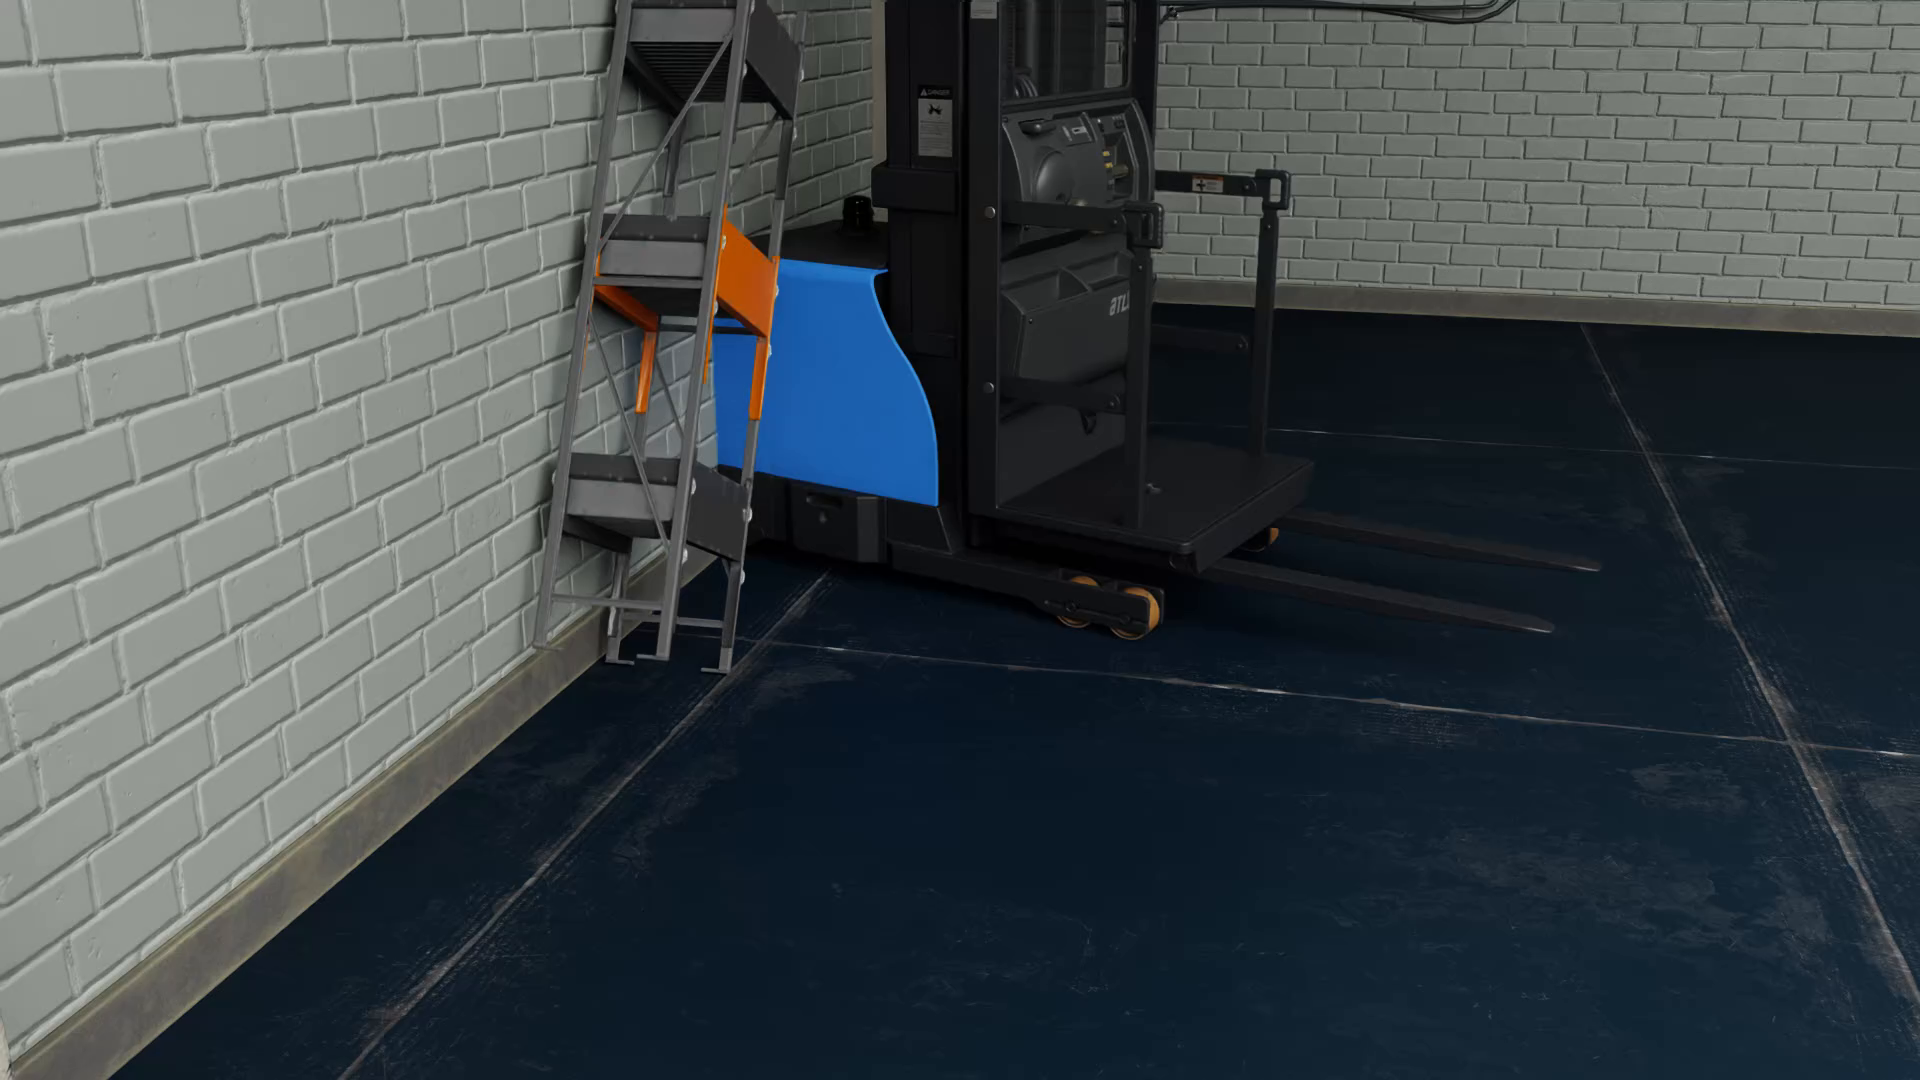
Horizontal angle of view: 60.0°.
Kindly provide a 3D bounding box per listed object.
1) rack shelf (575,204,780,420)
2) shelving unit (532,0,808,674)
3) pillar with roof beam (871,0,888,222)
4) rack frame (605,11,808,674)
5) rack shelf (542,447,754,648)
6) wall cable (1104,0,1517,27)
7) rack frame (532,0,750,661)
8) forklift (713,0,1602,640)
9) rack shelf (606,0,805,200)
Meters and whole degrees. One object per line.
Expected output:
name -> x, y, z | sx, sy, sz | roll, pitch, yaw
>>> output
rack shelf -> -0.833, -0.671, 4.929 | 0.431, 0.518, 0.480 | 4, -8, 13
shelving unit -> -0.832, -0.685, 4.931 | 0.431, 2.100, 0.503 | 4, -8, 13
pillar with roof beam -> 3.973, -4.563, 5.625 | 9.100, 9.000, 0.400 | 5, 19, 13
rack frame -> -0.781, -0.648, 5.167 | 0.400, 2.100, 0.015 | 4, -8, 13
rack shelf -> -0.903, 0.019, 4.838 | 0.431, 0.518, 0.480 | 4, -8, 13
wall cable -> 1.800, -4.253, 9.520 | 3.097, 2.526, 0.112 | 5, 19, 13
rack frame -> -0.883, -0.721, 4.695 | 0.400, 2.100, 0.015 | 4, -8, 13
forklift -> 0.576, -1.265, 5.357 | 3.031, 2.935, 1.130 | 11, 22, 30
rack shelf -> -0.763, -1.362, 5.021 | 0.431, 0.518, 0.480 | 4, -8, 13
